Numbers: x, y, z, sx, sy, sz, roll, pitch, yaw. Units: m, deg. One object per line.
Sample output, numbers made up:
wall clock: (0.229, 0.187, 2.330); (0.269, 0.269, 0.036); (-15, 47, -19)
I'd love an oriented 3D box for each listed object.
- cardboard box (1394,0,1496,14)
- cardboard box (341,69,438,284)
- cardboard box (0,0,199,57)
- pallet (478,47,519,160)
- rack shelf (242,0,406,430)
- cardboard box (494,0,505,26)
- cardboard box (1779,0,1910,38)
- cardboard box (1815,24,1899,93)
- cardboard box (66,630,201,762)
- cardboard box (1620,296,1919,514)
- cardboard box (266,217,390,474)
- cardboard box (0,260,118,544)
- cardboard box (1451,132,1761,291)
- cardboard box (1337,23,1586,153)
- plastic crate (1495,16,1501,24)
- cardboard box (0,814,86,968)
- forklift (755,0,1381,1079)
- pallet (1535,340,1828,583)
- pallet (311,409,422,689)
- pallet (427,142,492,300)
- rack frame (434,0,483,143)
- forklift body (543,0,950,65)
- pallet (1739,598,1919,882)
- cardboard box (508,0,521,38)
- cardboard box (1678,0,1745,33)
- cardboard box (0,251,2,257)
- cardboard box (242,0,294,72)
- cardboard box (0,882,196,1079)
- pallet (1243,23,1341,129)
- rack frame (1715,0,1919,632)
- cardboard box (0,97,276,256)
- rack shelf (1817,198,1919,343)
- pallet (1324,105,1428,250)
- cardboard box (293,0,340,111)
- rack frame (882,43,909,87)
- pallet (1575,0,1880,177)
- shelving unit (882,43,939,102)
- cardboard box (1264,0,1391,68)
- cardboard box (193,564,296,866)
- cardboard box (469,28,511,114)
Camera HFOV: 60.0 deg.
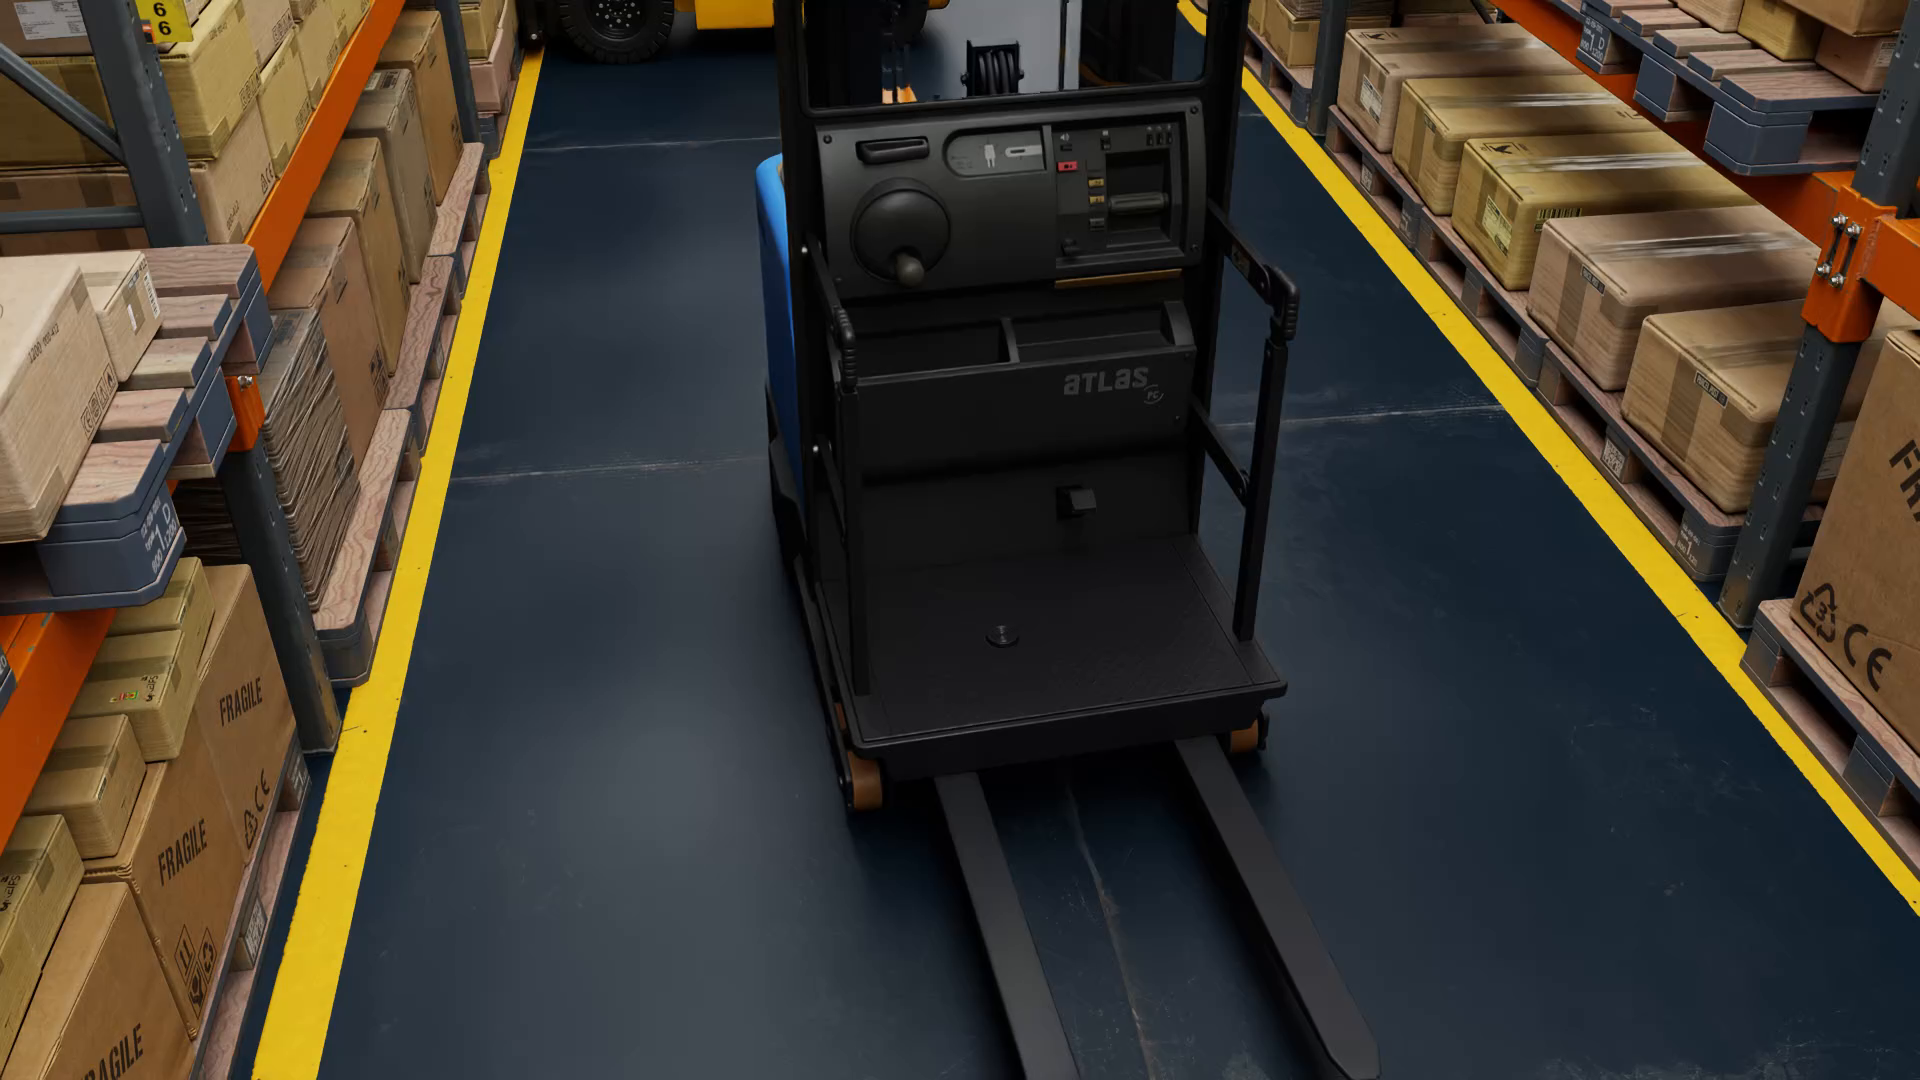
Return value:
cardboard box: (2.406, -2.972, 8.351); (0.500, 0.500, 0.500); (-3, 34, -4)
cardboard box: (-2.522, -1.366, 6.326); (0.875, 0.625, 0.625); (-5, 35, -7)
cardboard box: (-1.914, -1.175, 3.646); (0.380, 0.149, 0.250); (-3, 34, -5)
pallet: (-2.766, -2.192, 8.279); (1.003, 0.211, 1.213); (-4, 35, -6)
rack shelf: (-2.432, -1.484, 5.403); (1.077, 0.370, 4.000); (-4, 35, -6)
cardboard box: (-2.529, -2.716, 8.196); (0.500, 0.250, 0.500); (-5, 35, -7)
cardboard box: (2.419, -1.614, 4.229); (0.500, 0.500, 0.500); (-5, 35, -8)
cardboard box: (2.478, -1.278, 4.312); (0.380, 0.149, 0.250); (-3, 34, -5)
cardboard box: (-1.778, 0.332, 3.370); (0.380, 0.149, 0.250); (-6, 35, -9)
cardboard box: (2.689, -0.447, 5.203); (0.950, 0.372, 0.625); (-7, 35, -10)
cardboard box: (-2.329, -0.571, 5.160); (0.875, 0.625, 0.625); (-3, 34, -5)
cardboard box: (-1.700, -0.213, 2.659); (0.500, 0.250, 0.500); (-6, 35, -9)
cardboard box: (2.486, -1.282, 6.428); (0.950, 0.372, 0.625); (-3, 34, -5)
cardboard box: (2.291, -2.071, 7.586); (0.950, 0.372, 0.625); (-4, 34, -6)
plastic crate: (2.819, -3.007, 9.592); (0.402, 0.080, 0.583); (-16, 38, -23)
cardboard box: (-1.796, 0.633, 2.928); (0.380, 0.149, 0.250); (-3, 34, -5)
forklift: (0.181, -0.755, 3.755); (1.130, 2.935, 3.031); (-7, 35, -10)
pallet: (2.652, -0.327, 5.543); (1.003, 0.211, 1.213); (-4, 35, -6)
pallet: (-2.235, 0.024, 5.027); (1.003, 0.211, 1.213); (-4, 35, -6)
pallet: (-2.563, -1.337, 7.025); (1.003, 0.211, 1.213); (-4, 35, -6)
rack frame: (-2.701, -2.898, 6.838); (1.000, 3.000, 0.127); (-4, 35, -6)
forklift body: (-1.176, -3.859, 9.003); (2.313, 2.155, 1.214); (-4, 35, -6)
pallet: (2.787, 0.554, 4.249); (1.003, 0.211, 1.213); (-4, 35, -6)
cardboard box: (-2.606, -2.798, 8.760); (0.500, 0.250, 0.500); (-4, 34, -6)
cardboard box: (2.292, -1.560, 4.725); (0.380, 0.149, 0.250); (-5, 35, -7)
cardboard box: (-2.476, -0.835, 3.945); (0.500, 0.250, 0.500); (-5, 35, -7)
cardboard box: (-2.046, -1.356, 4.265); (0.500, 0.250, 0.500); (-3, 34, -5)
cardboard box: (-1.763, 0.986, 2.987); (0.500, 0.500, 0.500); (-3, 34, -4)
pallet: (2.092, -2.495, 8.724); (1.003, 0.211, 1.213); (-4, 35, -6)
rack frame: (2.756, -1.043, 4.118); (1.000, 3.000, 0.127); (-4, 35, -6)
cardboard box: (-1.980, -0.870, 3.996); (0.500, 0.250, 0.500); (-4, 35, -6)
rack shelf: (3.025, 0.370, 2.683); (1.077, 0.370, 4.000); (-4, 35, -6)
pallet: (2.324, -1.689, 7.541); (1.003, 0.211, 1.213); (-4, 35, -6)
cardboard box: (-2.119, -1.438, 4.829); (0.500, 0.250, 0.500); (-5, 35, -8)
rack frame: (-0.289, -1.148, 5.869); (0.240, 1.200, 0.015); (-7, 35, -10)
pallet: (2.554, -1.354, 4.743); (1.213, 0.211, 1.003); (-4, 35, -6)
shelving unit: (-0.236, -1.014, 5.672); (0.258, 1.200, 0.503); (-7, 35, -10)
cardboard box: (1.872, -2.622, 8.503); (0.500, 0.250, 0.500); (-3, 34, -4)
cardboard box: (-1.893, 0.414, 3.826); (0.500, 0.500, 0.500); (-3, 34, -5)
cardboard box: (-2.437, -2.230, 7.927); (0.500, 0.250, 0.500); (-4, 34, -6)
